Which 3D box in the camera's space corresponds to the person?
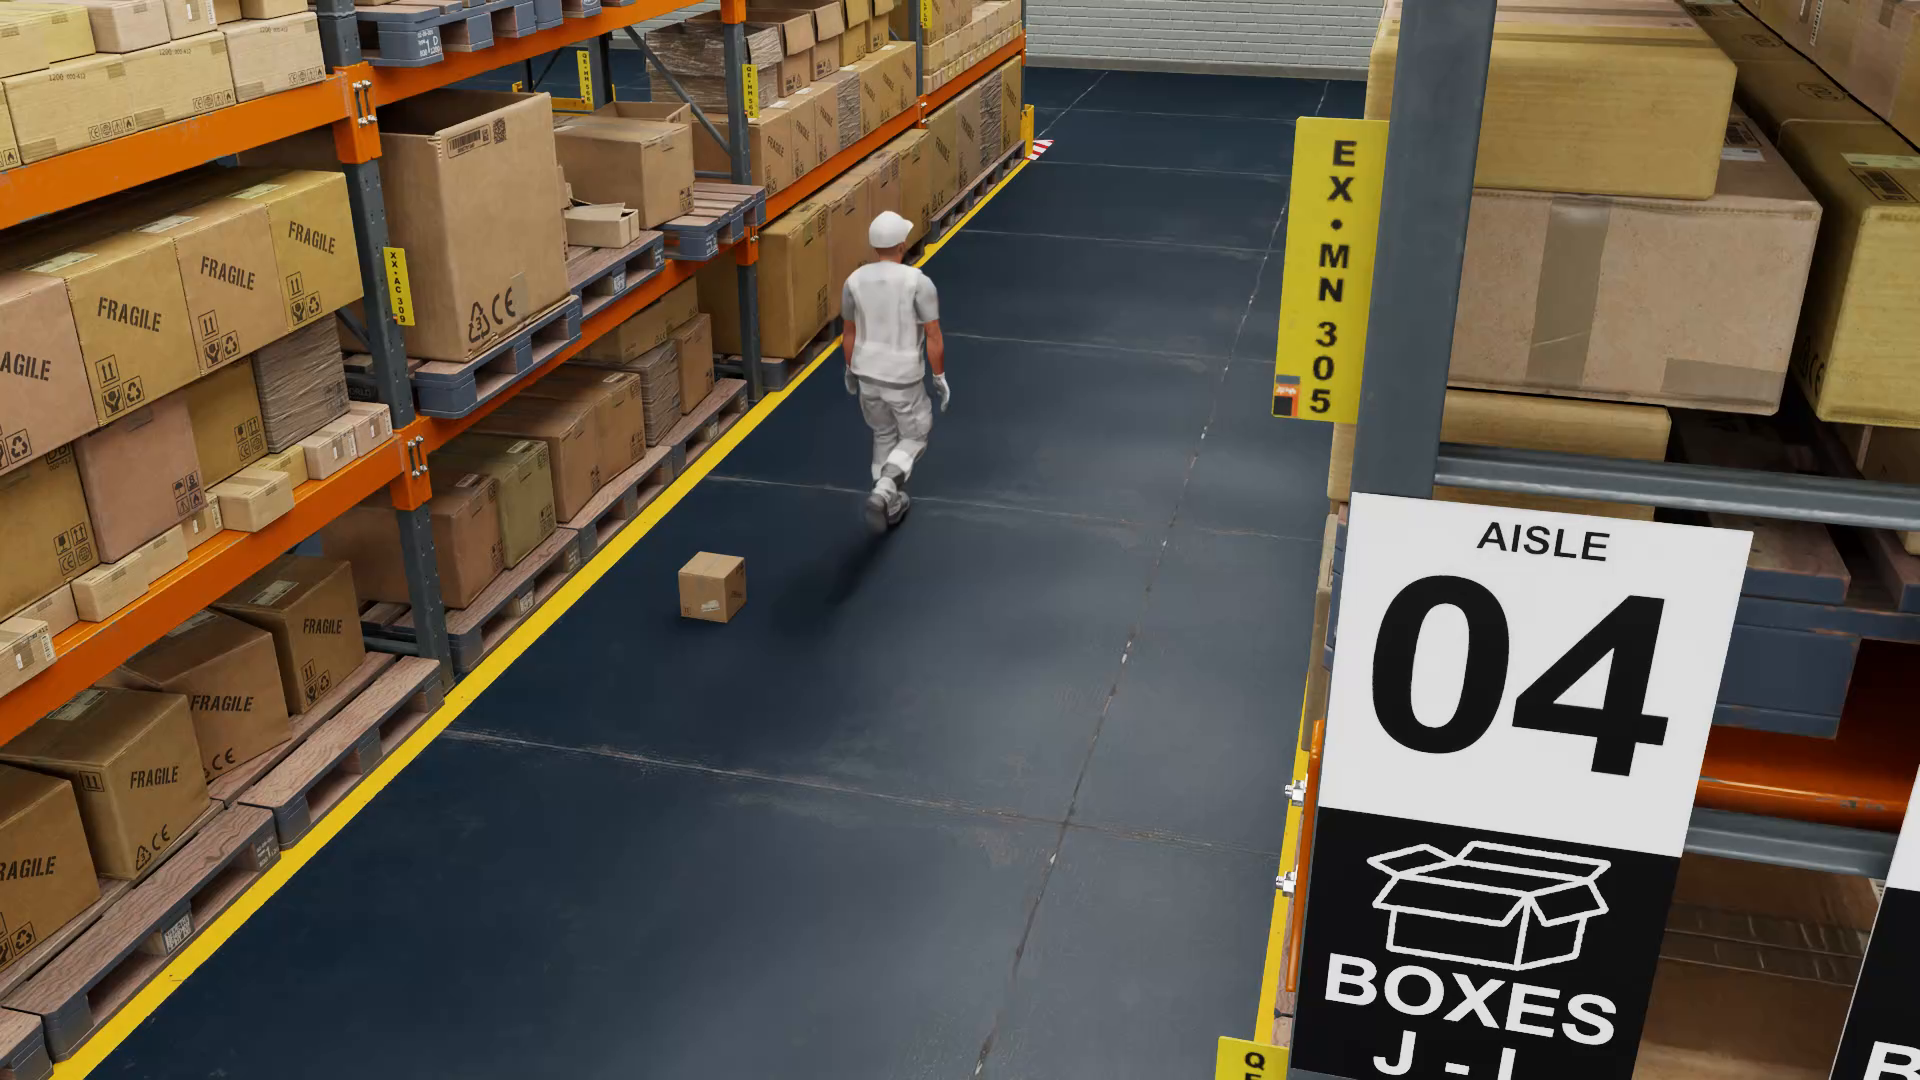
[{"bbox_3d":[-0.372,-0.853,8.893,0.659,1.769,0.705,8,26,18],"label":"person"}]
